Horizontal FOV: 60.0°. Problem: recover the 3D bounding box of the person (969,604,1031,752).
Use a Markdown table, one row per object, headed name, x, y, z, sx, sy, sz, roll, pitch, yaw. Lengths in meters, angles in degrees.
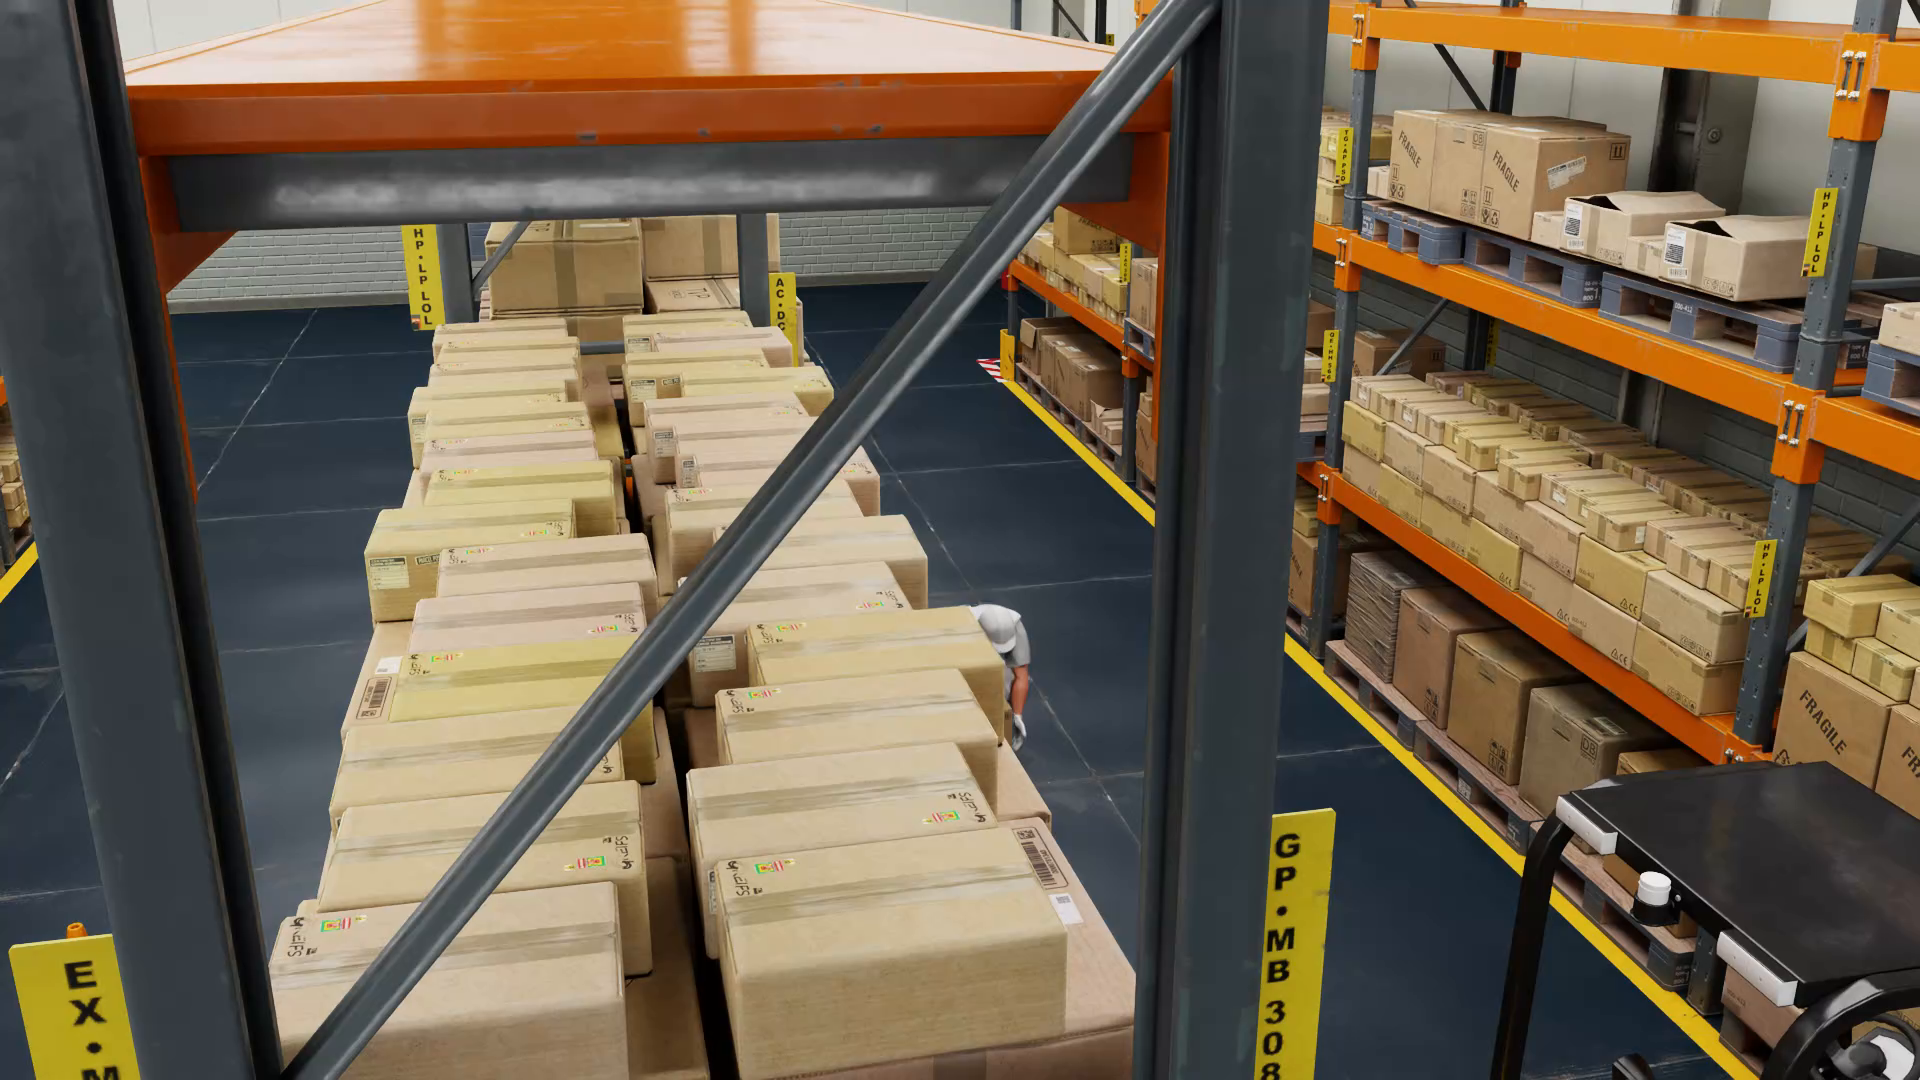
| name | x | y | z | sx | sy | sz | roll | pitch | yaw |
| --- | --- | --- | --- | --- | --- | --- | --- | --- | --- |
| person | 0.100 | 0.747 | 9.600 | 0.567 | 1.006 | 0.881 | -5 | 20 | -13 |
